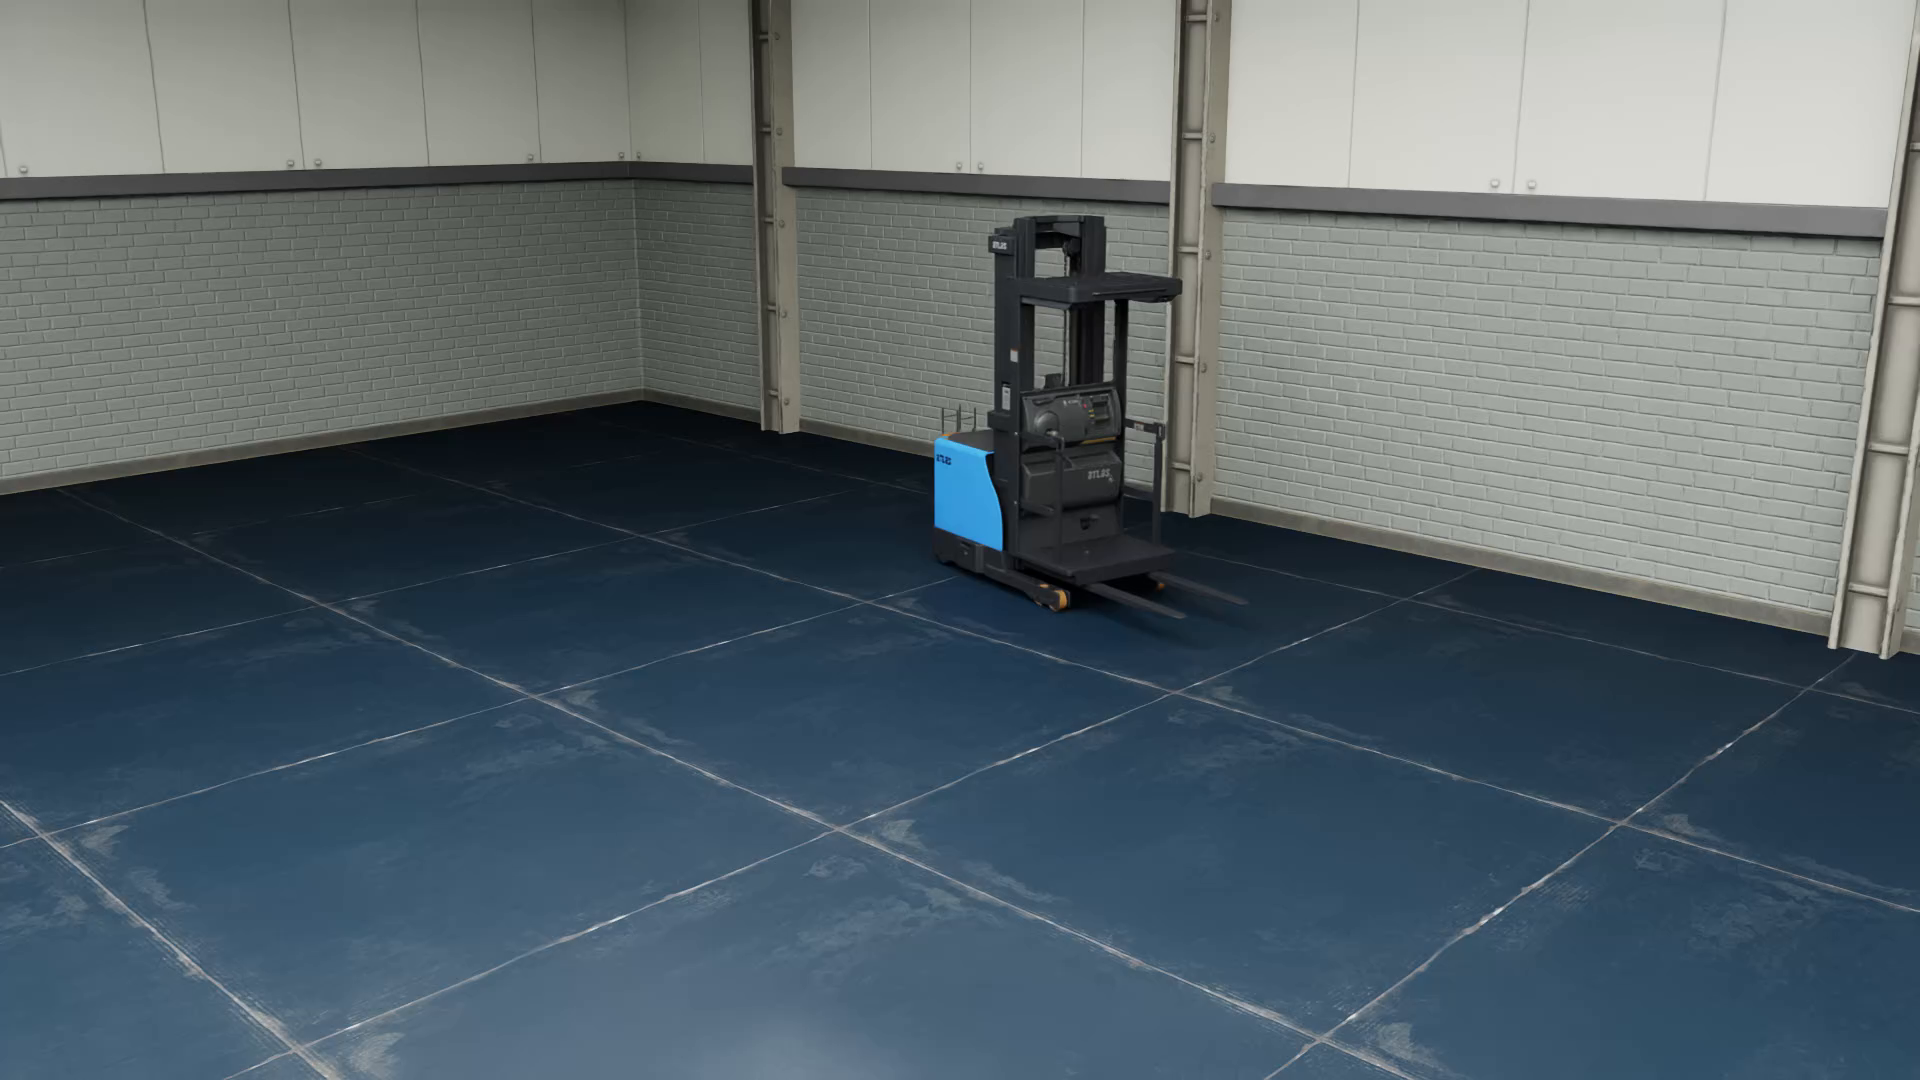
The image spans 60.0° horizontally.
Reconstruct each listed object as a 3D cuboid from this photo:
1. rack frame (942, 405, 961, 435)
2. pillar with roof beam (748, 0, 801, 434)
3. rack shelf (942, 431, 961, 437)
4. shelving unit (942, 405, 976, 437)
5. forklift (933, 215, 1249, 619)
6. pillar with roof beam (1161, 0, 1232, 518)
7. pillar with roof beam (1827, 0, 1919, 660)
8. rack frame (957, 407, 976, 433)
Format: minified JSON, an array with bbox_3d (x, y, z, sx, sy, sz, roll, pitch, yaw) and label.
[{"bbox_3d":[-0.076,-0.599,14.852,0.006,1.200,0.240,14,20,42],"label":"rack frame"},{"bbox_3d":[-5.139,-4.893,15.864,0.400,9.000,9.100,14,20,42],"label":"pillar with roof beam"},{"bbox_3d":[-0.010,-0.889,14.711,0.180,0.103,0.258,14,20,42],"label":"rack shelf"},{"bbox_3d":[-0.010,-0.583,14.791,0.189,1.200,0.258,14,20,42],"label":"shelving unit"},{"bbox_3d":[1.008,-1.006,12.978,1.130,2.935,3.031,-10,17,-33],"label":"forklift"},{"bbox_3d":[-0.819,-3.843,11.834,0.400,9.000,9.100,14,20,42],"label":"pillar with roof beam"},{"bbox_3d":[3.500,-2.793,7.804,0.400,9.000,9.100,14,20,42],"label":"pillar with roof beam"},{"bbox_3d":[0.055,-0.567,14.729,0.006,1.200,0.240,14,20,42],"label":"rack frame"}]
